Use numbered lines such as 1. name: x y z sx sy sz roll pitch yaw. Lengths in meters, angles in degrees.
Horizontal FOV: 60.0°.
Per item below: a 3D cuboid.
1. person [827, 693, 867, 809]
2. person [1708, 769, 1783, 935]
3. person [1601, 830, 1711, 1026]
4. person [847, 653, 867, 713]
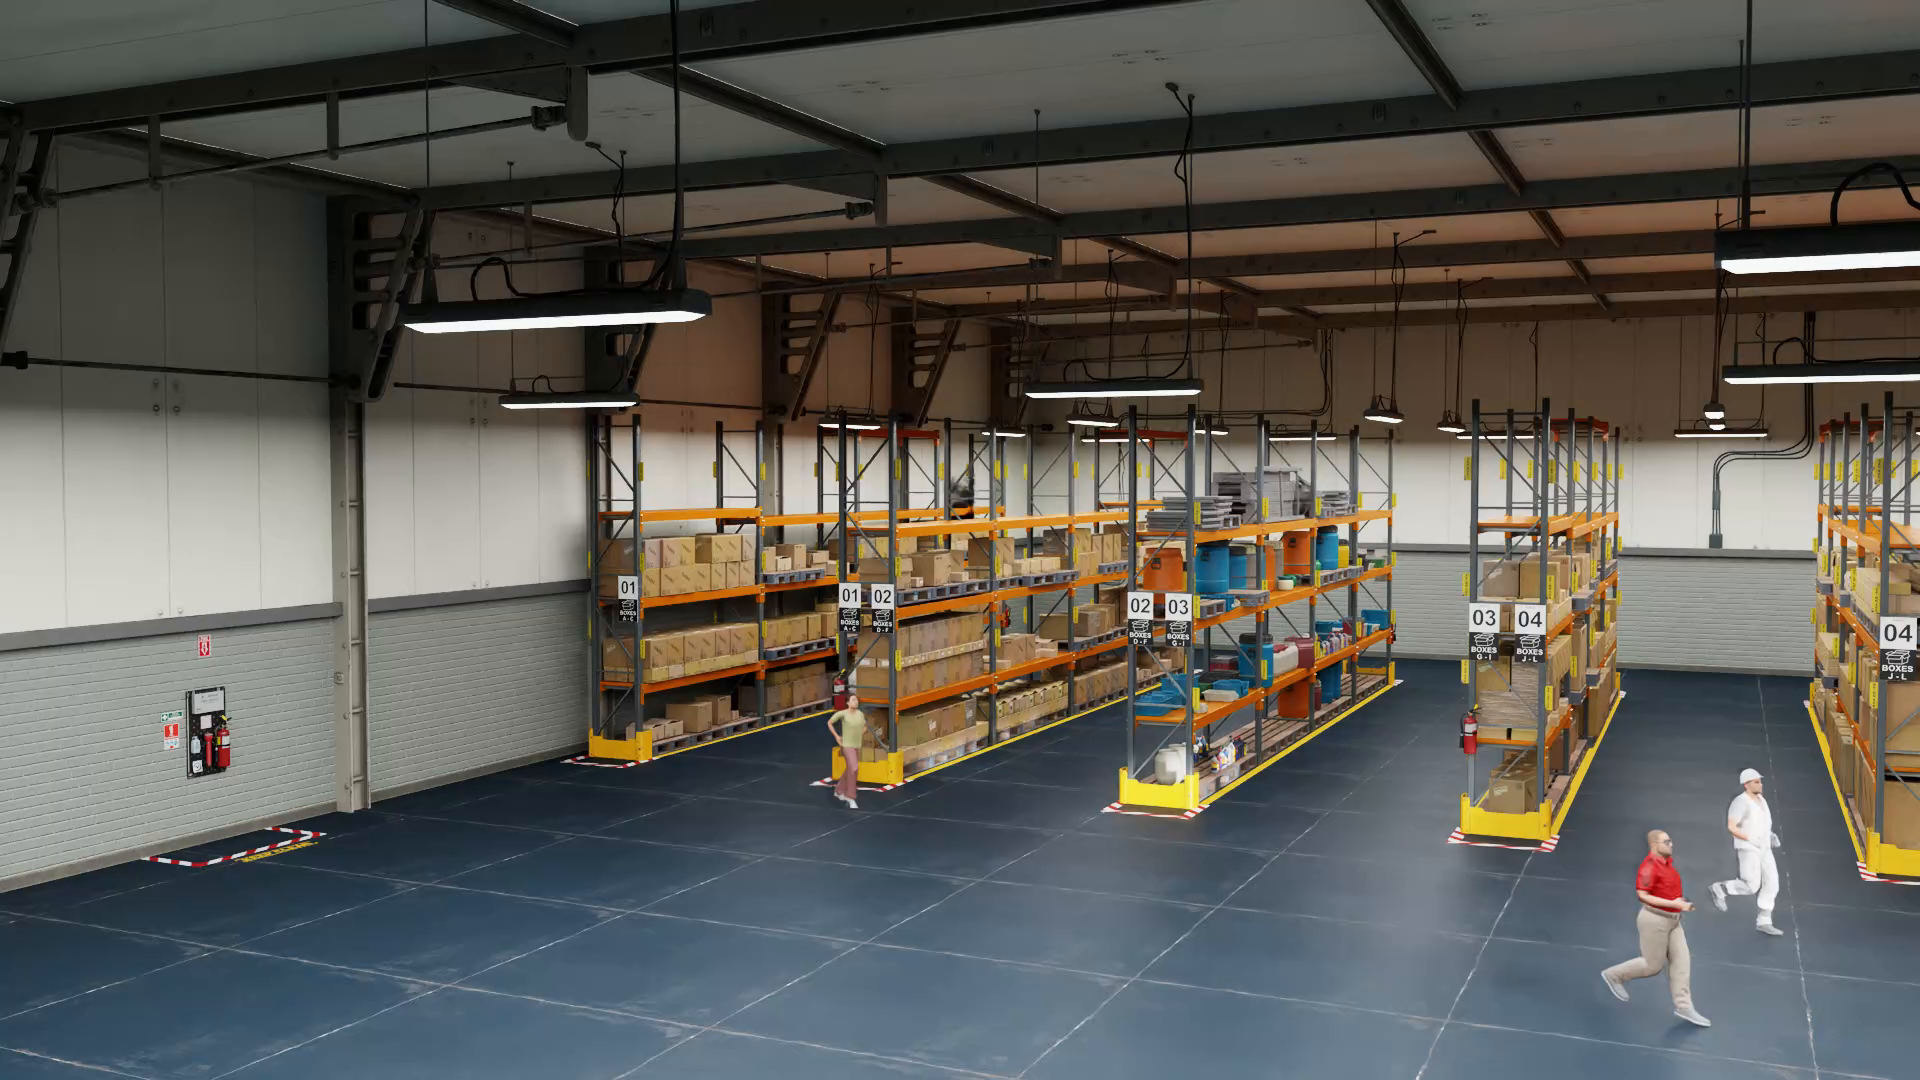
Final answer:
1. person: -1.654 3.150 25.005 0.569 1.723 0.660 -2 3 -45
2. person: 8.632 3.374 18.180 0.666 1.758 0.831 -1 3 -32
3. person: 6.386 3.509 15.223 0.954 1.726 0.664 2 3 44
4. person: -1.864 2.890 30.173 0.610 1.684 0.918 1 3 26
